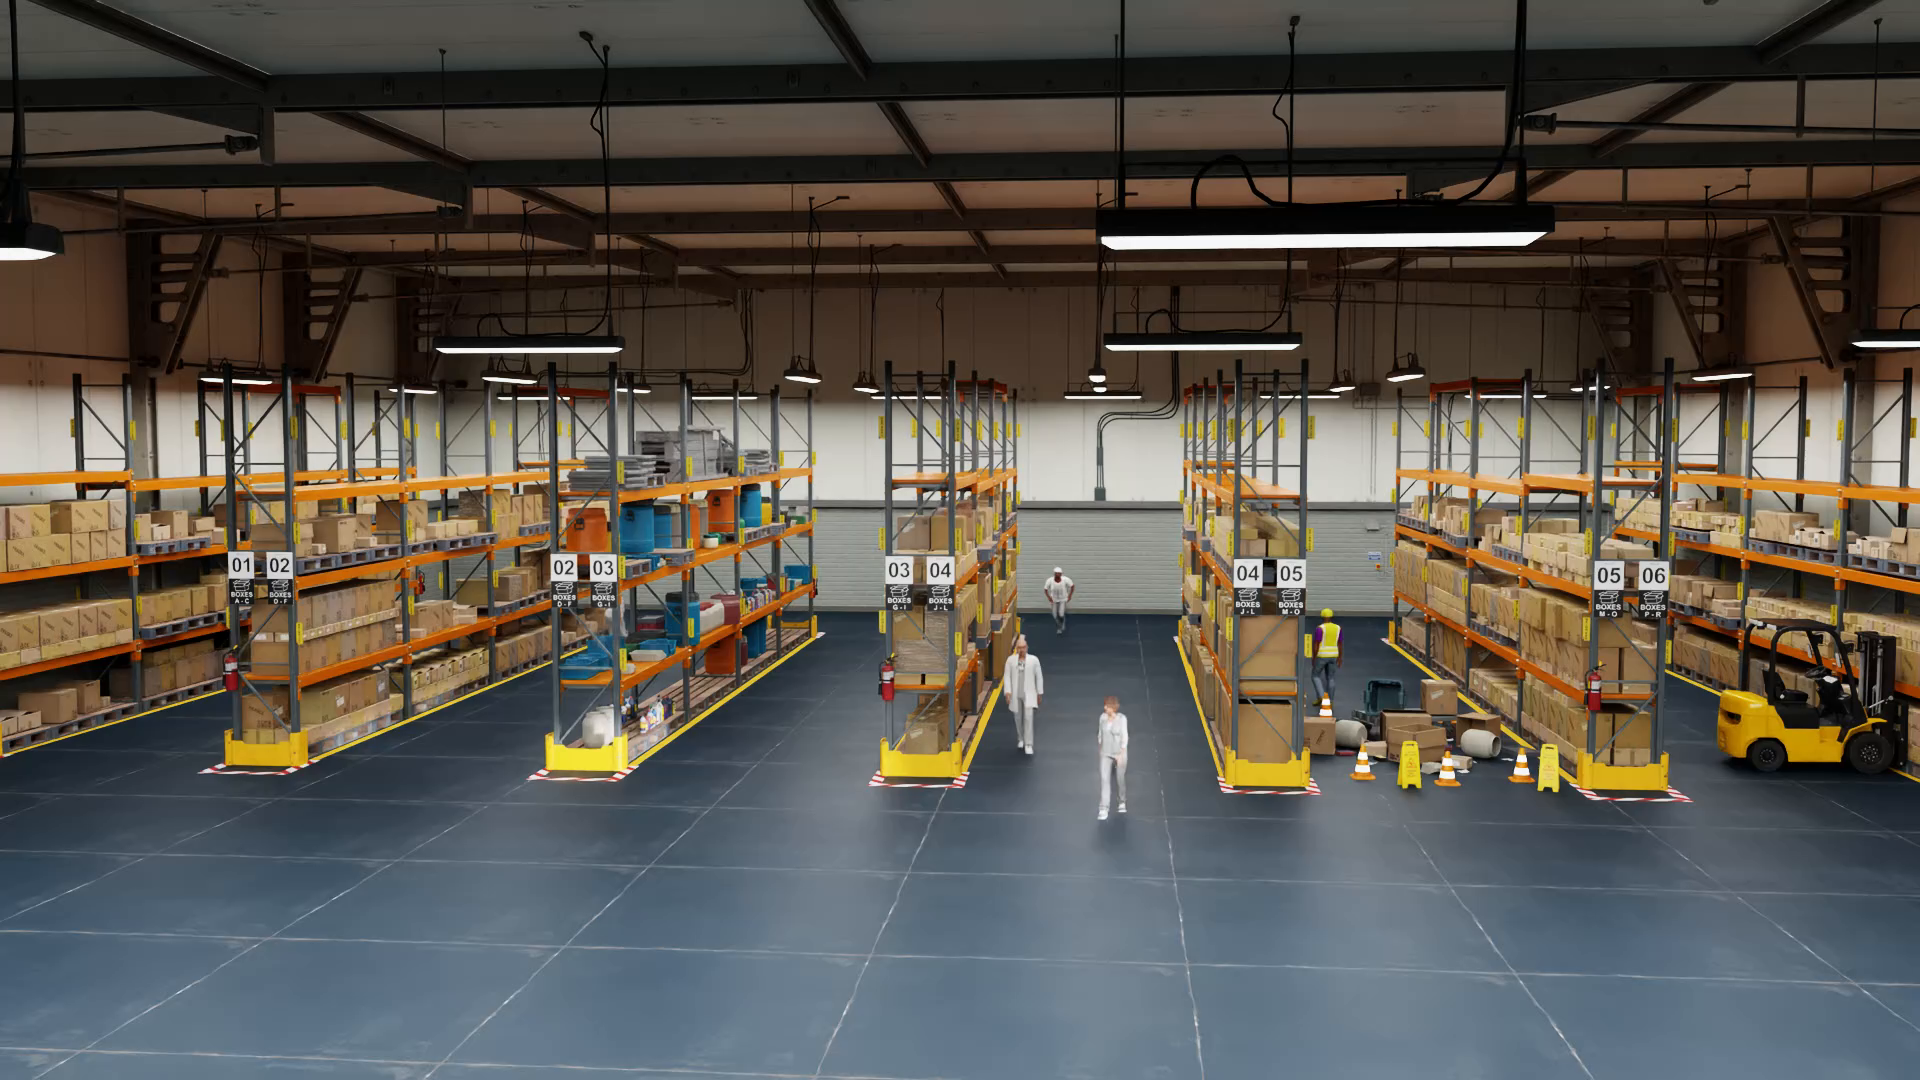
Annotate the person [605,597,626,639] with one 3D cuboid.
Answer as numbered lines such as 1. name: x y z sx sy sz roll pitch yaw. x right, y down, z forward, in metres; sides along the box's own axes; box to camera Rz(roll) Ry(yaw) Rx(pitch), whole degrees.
1. person: -7.612 1.779 36.750 0.419 1.718 0.580 -3 5 -42

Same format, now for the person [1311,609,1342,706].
1. person: 6.663 2.142 30.242 0.609 1.787 0.403 -1 4 -18

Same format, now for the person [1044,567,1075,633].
1. person: 2.439 1.484 40.859 0.730 1.666 0.701 1 4 13

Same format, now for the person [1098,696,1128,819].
1. person: 1.950 2.793 21.433 0.438 1.560 0.905 1 4 20

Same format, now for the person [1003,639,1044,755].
1. person: 0.957 2.411 25.775 0.606 1.736 1.038 1 4 14
